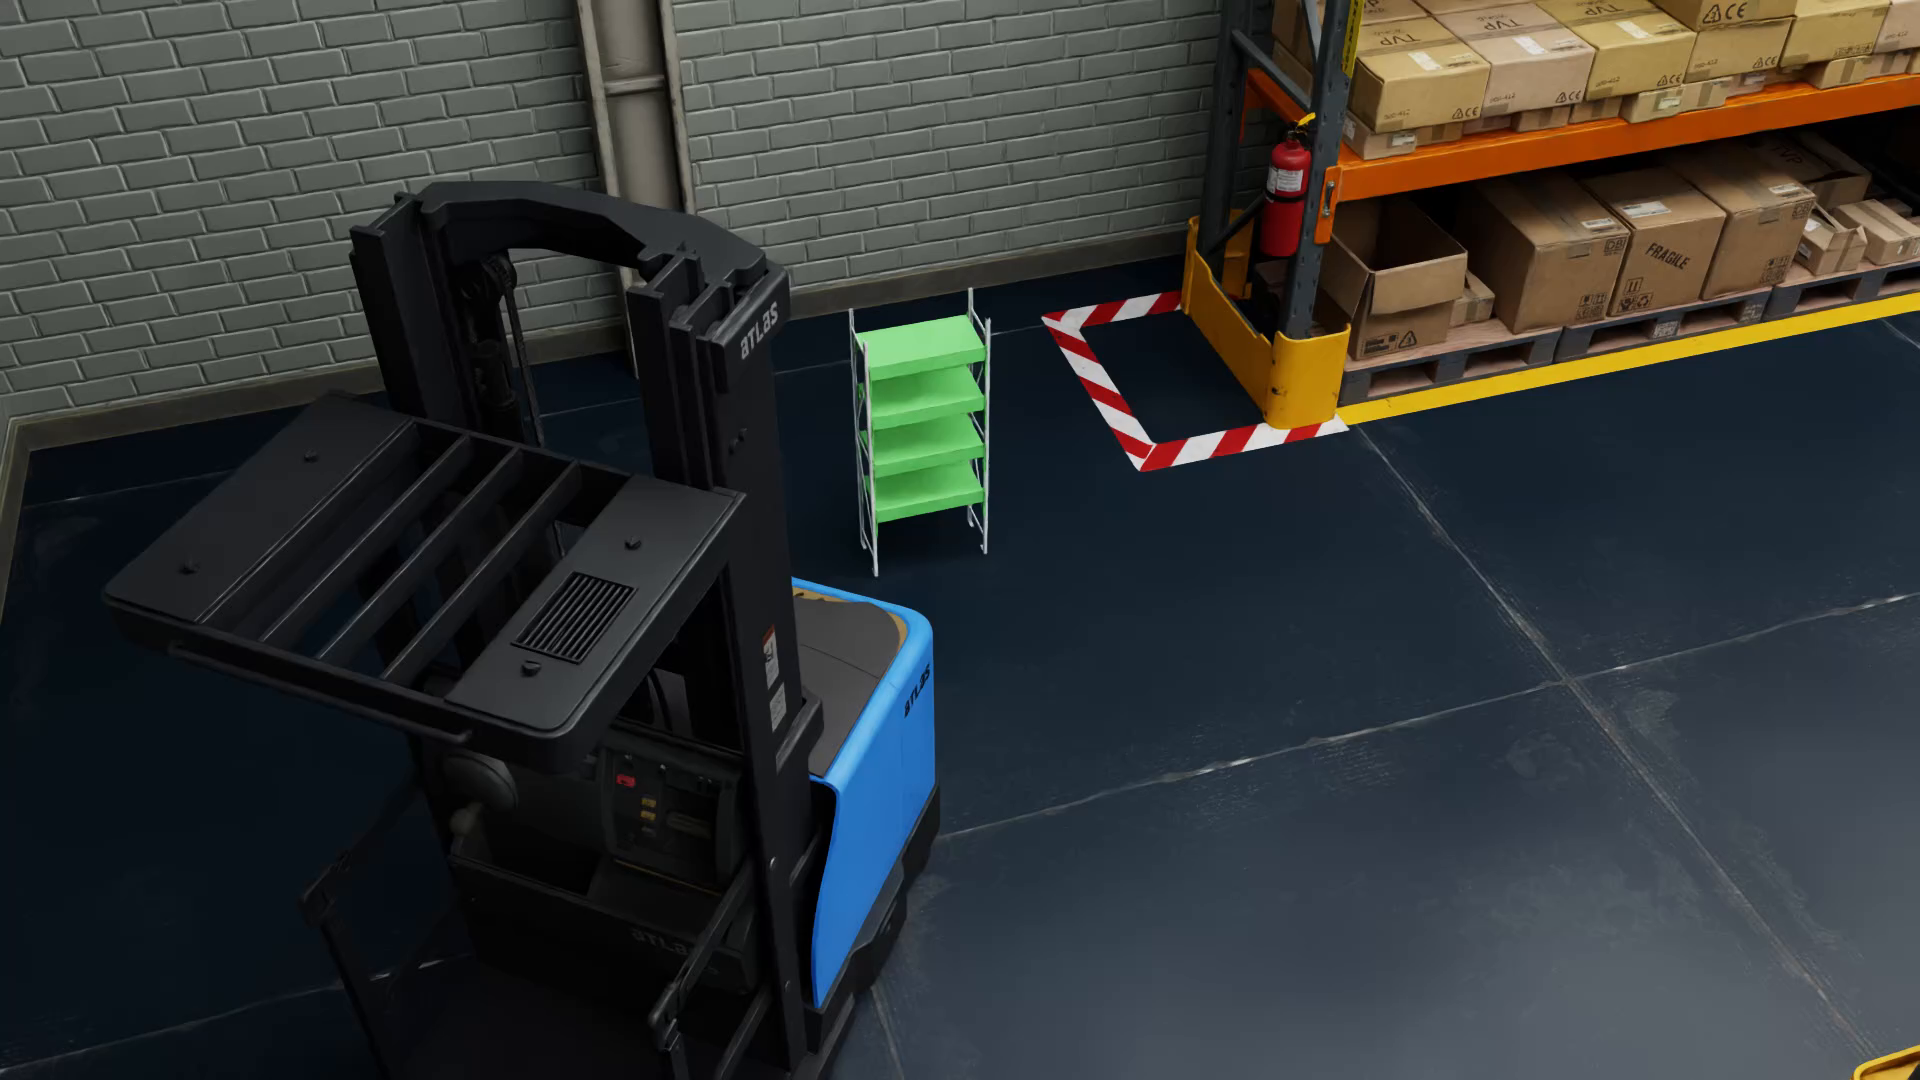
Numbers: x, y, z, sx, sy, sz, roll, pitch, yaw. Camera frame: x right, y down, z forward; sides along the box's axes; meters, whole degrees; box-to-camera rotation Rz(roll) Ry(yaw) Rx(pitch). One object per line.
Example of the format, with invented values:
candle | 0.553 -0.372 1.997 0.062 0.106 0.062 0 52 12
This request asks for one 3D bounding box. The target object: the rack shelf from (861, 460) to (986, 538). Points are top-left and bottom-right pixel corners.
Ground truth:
rack shelf | -0.158 -0.190 7.018 0.480 0.148 0.258 -12 42 -13

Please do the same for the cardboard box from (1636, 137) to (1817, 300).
cardboard box | 3.824 -1.651 8.440 0.500 0.500 0.700 -13 43 -15

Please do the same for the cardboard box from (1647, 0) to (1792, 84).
cardboard box | 3.353 -2.315 7.508 0.500 0.250 0.500 -13 43 -14

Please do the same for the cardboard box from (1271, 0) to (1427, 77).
cardboard box | 1.754 -2.336 7.531 0.500 0.250 0.500 -11 42 -12

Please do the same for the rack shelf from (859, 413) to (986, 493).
rack shelf | -0.158 -0.371 6.860 0.480 0.148 0.258 -12 42 -13

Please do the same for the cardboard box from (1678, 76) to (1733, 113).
cardboard box | 3.279 -2.109 7.575 0.250 0.149 0.380 -11 42 -12

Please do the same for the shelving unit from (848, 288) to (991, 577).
shelving unit | -0.158 -0.419 6.818 0.503 1.200 0.258 -12 42 -13

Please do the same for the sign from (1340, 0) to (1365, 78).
sign | 1.558 -2.008 6.611 0.005 0.325 0.100 -12 42 -13

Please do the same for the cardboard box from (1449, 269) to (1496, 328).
cardboard box | 2.424 -1.228 8.223 0.250 0.149 0.380 -13 43 -15

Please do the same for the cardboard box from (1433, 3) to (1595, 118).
cardboard box | 2.389 -2.099 7.260 0.500 0.250 0.500 -11 42 -13

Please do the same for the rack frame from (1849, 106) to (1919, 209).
rack frame | 5.210 -2.813 8.190 0.127 3.000 1.000 -12 42 -13

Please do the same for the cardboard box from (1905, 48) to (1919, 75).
cardboard box | 4.499 -2.365 7.869 0.250 0.149 0.380 -11 42 -12

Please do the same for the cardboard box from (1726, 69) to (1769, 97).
cardboard box | 3.505 -2.203 7.683 0.250 0.149 0.380 -12 43 -13

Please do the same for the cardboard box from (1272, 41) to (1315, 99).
cardboard box | 1.630 -2.162 7.636 0.250 0.149 0.380 -12 43 -14

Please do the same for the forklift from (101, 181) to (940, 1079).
forklift | -1.074 0.733 4.183 1.130 2.935 3.031 14 43 16

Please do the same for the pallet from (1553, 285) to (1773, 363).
pallet | 3.389 -1.384 8.674 1.213 0.211 1.003 -12 42 -13

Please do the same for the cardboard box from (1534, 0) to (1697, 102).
cardboard box | 2.872 -2.201 7.377 0.500 0.250 0.500 -12 43 -14

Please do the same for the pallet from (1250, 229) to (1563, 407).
pallet | 2.227 -1.146 8.401 1.213 0.211 1.003 -12 42 -13

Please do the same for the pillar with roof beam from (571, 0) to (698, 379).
pillar with roof beam | -0.155 -1.613 2.257 0.400 9.000 9.100 -12 42 -13

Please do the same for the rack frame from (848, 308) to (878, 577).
rack frame | -0.391 -0.371 6.763 0.015 1.200 0.240 -12 42 -13

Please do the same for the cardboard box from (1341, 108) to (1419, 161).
cardboard box | 1.791 -1.821 7.245 0.250 0.149 0.380 -12 43 -13

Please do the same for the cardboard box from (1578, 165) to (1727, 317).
cardboard box | 3.368 -1.487 8.253 0.500 0.500 0.500 -11 42 -12

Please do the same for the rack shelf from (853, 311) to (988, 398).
rack shelf | -0.158 -0.732 6.544 0.480 0.148 0.258 -12 42 -13

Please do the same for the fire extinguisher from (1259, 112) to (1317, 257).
fire extinguisher | 1.393 -1.534 7.068 0.183 0.674 0.296 -12 42 -13

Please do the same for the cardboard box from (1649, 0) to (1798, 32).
cardboard box | 3.339 -2.578 7.239 0.500 0.500 0.500 -11 42 -12

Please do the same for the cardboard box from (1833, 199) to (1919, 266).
cardboard box | 4.767 -1.603 8.653 0.250 0.149 0.380 -13 43 -14

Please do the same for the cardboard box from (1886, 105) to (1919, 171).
cardboard box | 5.589 -2.313 9.198 0.500 0.500 0.500 -12 43 -13

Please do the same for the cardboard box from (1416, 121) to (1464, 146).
cardboard box | 2.019 -1.900 7.336 0.250 0.149 0.380 -11 42 -12

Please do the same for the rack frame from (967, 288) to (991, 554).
rack frame | 0.075 -0.467 6.873 0.015 1.200 0.240 -12 42 -13

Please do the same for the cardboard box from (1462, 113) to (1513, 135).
cardboard box | 2.260 -1.974 7.420 0.250 0.149 0.380 -12 43 -14

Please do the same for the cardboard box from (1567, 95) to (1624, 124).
cardboard box | 2.771 -2.041 7.498 0.250 0.149 0.380 -11 42 -12

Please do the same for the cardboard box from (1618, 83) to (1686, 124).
cardboard box | 3.034 -2.044 7.501 0.250 0.149 0.380 -13 43 -14

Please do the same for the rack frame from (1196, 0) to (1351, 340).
rack frame | 1.395 -2.023 7.285 0.127 3.000 1.000 -12 42 -13

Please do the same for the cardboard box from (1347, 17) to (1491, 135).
cardboard box | 1.908 -1.999 7.146 0.500 0.250 0.500 -11 42 -13

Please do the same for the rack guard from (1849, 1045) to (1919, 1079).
rack guard | 2.866 2.038 4.538 0.348 0.500 1.175 -12 42 -13

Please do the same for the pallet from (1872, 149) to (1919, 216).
pallet | 5.974 -1.947 9.319 1.213 0.211 1.003 -12 42 -13

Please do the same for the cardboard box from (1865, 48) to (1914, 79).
cardboard box | 4.241 -2.331 7.829 0.250 0.149 0.380 -11 42 -12

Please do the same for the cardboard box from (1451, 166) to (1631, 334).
cardboard box | 2.834 -1.445 8.205 0.500 0.500 0.700 -10 42 -11

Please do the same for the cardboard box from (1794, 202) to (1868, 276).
cardboard box | 4.426 -1.577 8.534 0.258 0.266 0.396 -10 42 -12

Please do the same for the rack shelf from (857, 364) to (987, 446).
rack shelf | -0.158 -0.552 6.702 0.480 0.148 0.258 -12 42 -13

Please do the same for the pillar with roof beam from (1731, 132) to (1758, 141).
pillar with roof beam | 5.568 -2.799 3.614 0.400 9.000 9.100 -12 42 -13

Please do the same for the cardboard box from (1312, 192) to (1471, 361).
cardboard box | 2.007 -1.302 8.039 0.637 0.503 0.797 -13 43 -15

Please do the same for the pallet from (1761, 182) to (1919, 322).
pallet | 4.555 -1.628 8.953 1.213 0.211 1.003 -12 42 -13

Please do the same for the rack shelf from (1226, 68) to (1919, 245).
rack shelf | 3.302 -2.147 7.974 4.000 0.370 1.077 -12 42 -13

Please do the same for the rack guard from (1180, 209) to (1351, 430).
rack guard | 1.467 -1.096 8.125 0.348 0.500 1.175 -12 42 -13

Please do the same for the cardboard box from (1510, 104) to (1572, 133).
cardboard box | 2.519 -1.985 7.434 0.250 0.149 0.380 -10 42 -12

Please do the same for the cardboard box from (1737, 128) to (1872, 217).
cardboard box | 4.509 -1.976 8.957 0.500 0.311 0.500 -10 42 -12

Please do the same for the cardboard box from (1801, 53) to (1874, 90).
cardboard box | 4.006 -2.262 7.751 0.250 0.149 0.380 -12 43 -14

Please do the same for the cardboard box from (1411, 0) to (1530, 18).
cardboard box | 2.246 -2.437 7.647 0.500 0.250 0.500 -12 42 -13

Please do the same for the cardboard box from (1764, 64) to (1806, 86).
cardboard box | 3.726 -2.282 7.773 0.250 0.149 0.380 -11 42 -12

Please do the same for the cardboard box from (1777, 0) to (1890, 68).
cardboard box | 3.844 -2.416 7.624 0.500 0.250 0.500 -12 43 -13

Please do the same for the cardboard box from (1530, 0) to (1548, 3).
cardboard box | 2.720 -2.532 7.756 0.500 0.250 0.500 -10 42 -12

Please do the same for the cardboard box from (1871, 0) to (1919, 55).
cardboard box | 4.324 -2.507 7.727 0.500 0.250 0.500 -12 42 -13
